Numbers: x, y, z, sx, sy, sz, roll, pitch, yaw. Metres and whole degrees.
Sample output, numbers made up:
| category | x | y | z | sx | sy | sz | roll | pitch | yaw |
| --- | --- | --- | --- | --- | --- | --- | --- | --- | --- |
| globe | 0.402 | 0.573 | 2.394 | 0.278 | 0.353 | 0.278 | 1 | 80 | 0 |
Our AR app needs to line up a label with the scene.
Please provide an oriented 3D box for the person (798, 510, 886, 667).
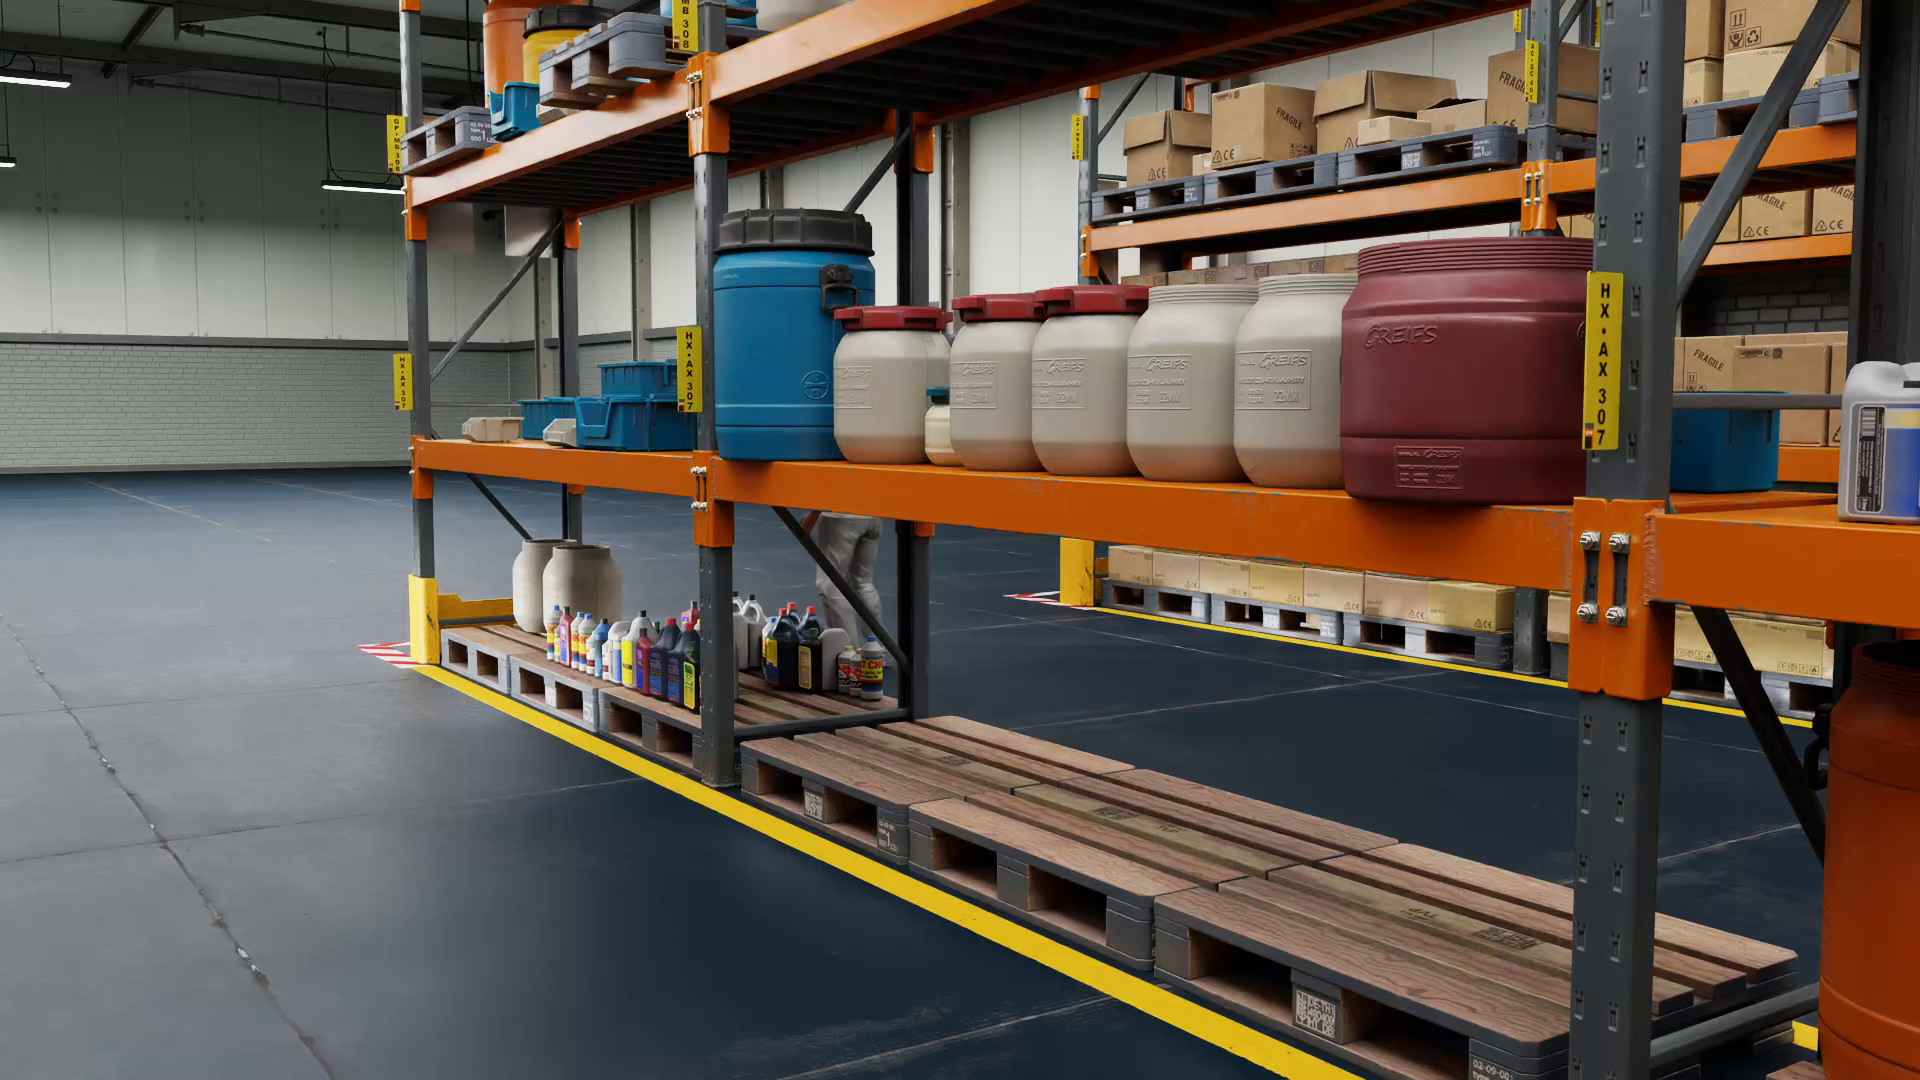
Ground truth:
| category | x | y | z | sx | sy | sz | roll | pitch | yaw |
| --- | --- | --- | --- | --- | --- | --- | --- | --- | --- |
| person | -0.642 | -0.130 | 9.440 | 0.396 | 1.746 | 0.578 | 4 | 6 | 38 |
